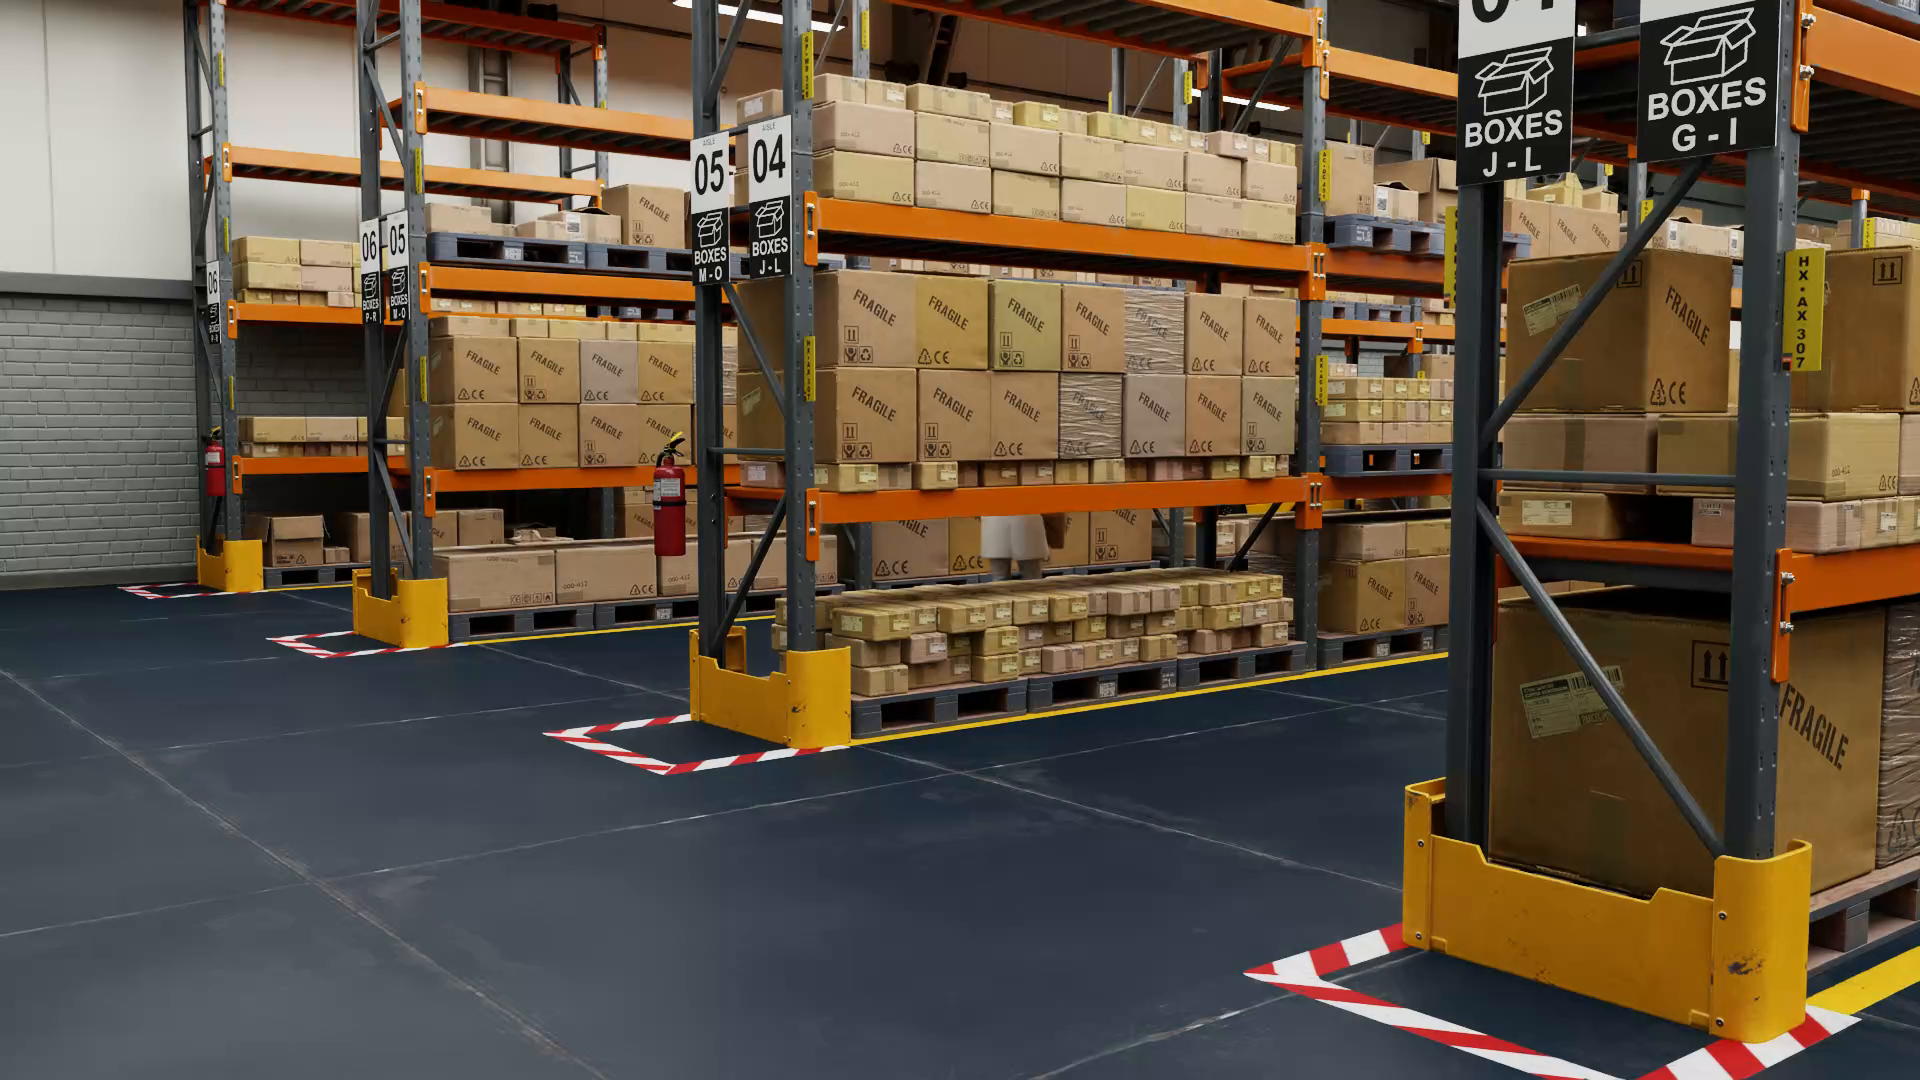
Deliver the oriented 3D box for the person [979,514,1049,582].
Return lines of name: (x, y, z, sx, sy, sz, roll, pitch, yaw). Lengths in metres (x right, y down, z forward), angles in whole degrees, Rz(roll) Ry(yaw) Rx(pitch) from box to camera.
person: (0.408, -0.091, 12.058, 0.618, 1.785, 0.495, 0, 4, 7)
